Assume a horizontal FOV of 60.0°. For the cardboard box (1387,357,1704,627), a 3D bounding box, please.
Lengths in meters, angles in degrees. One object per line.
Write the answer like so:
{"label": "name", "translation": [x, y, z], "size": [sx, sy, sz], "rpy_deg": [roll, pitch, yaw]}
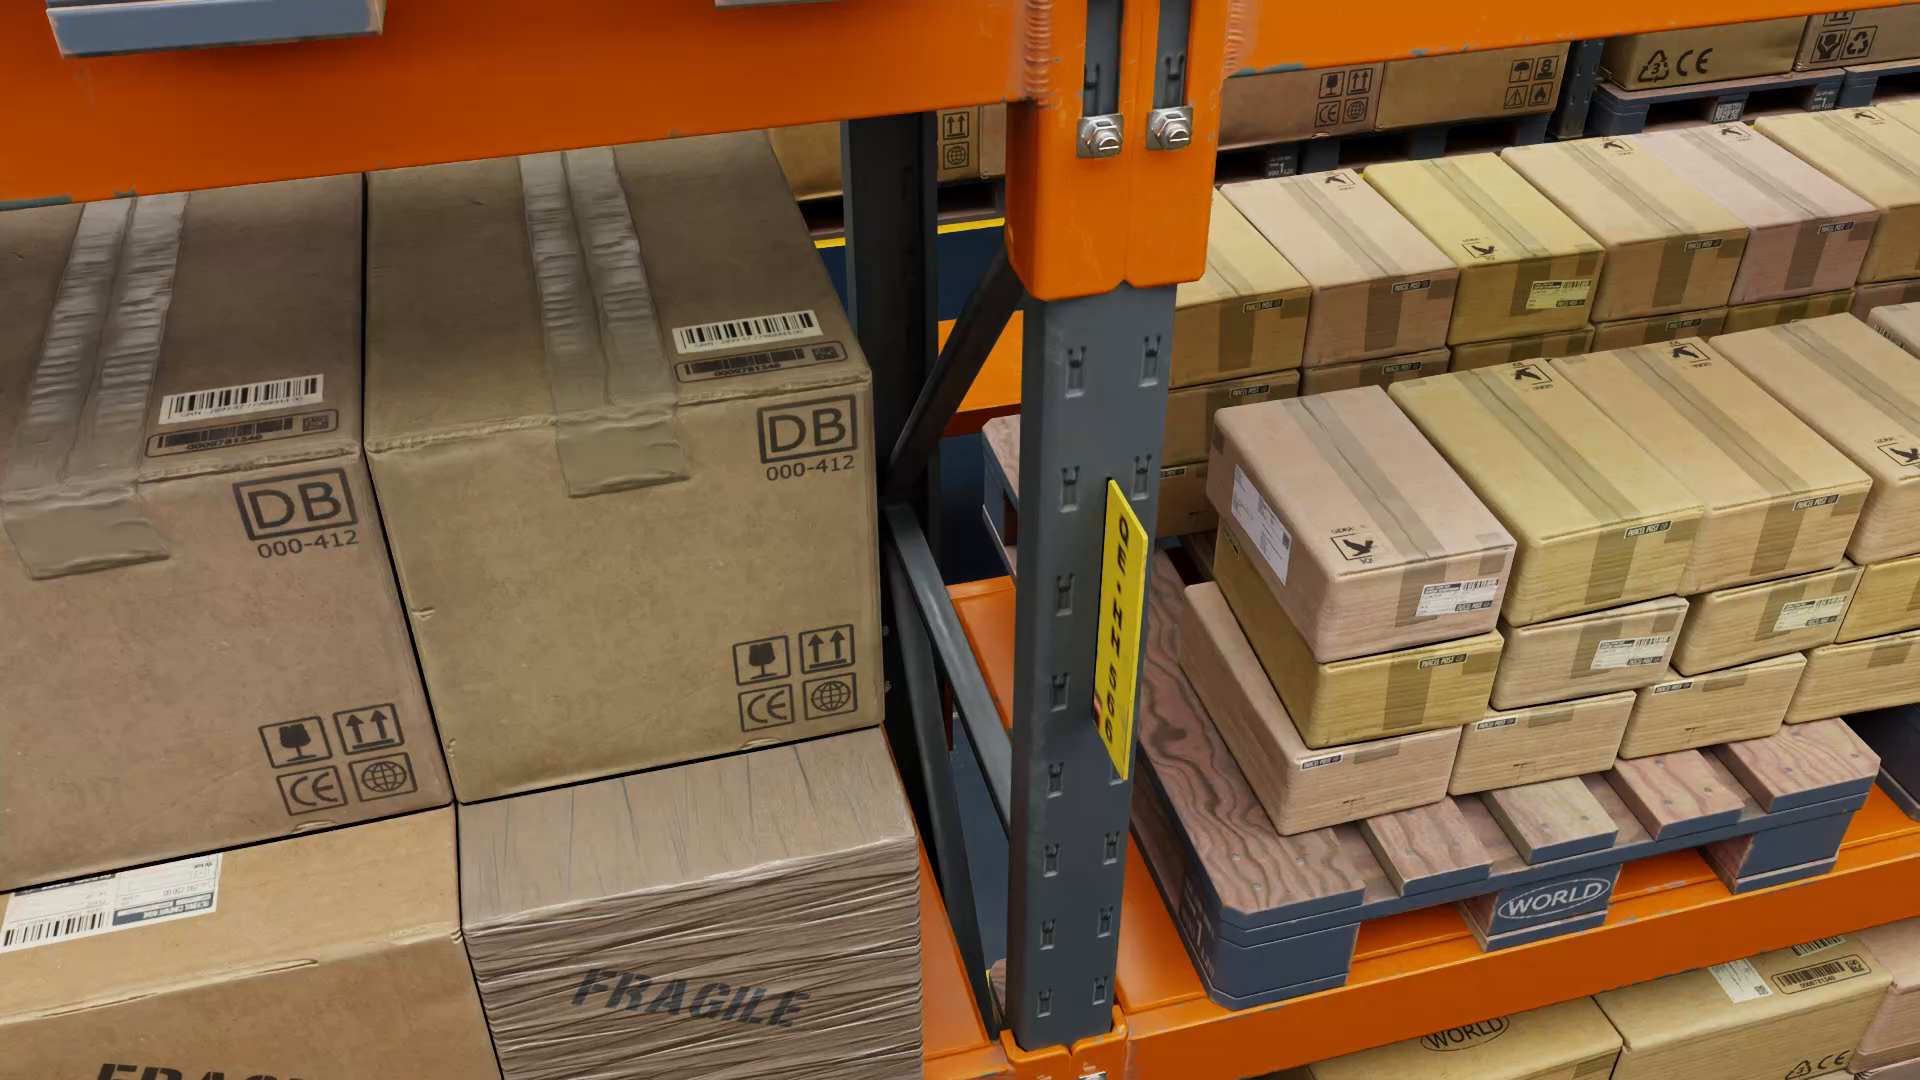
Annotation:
{"label": "cardboard box", "translation": [0.769, -0.074, 2.250], "size": [0.250, 0.149, 0.380], "rpy_deg": [-10, 39, -13]}

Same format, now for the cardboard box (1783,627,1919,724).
{"label": "cardboard box", "translation": [1.278, 0.084, 2.532], "size": [0.250, 0.149, 0.380], "rpy_deg": [-8, 38, -10]}

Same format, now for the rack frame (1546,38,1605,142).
{"label": "rack frame", "translation": [2.680, -3.326, 7.130], "size": [0.127, 3.000, 1.000], "rpy_deg": [-9, 38, -12]}

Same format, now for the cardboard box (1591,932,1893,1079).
{"label": "cardboard box", "translation": [1.232, 0.713, 2.943], "size": [0.500, 0.250, 0.500], "rpy_deg": [-10, 38, -12]}

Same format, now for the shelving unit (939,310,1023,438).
{"label": "shelving unit", "translation": [-0.074, -0.584, 4.779], "size": [1.083, 1.500, 0.587], "rpy_deg": [-9, 38, -12]}

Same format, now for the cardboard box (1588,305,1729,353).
{"label": "cardboard box", "translation": [1.124, -0.424, 2.951], "size": [0.250, 0.149, 0.380], "rpy_deg": [-9, 38, -12]}

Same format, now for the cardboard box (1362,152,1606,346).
{"label": "cardboard box", "translation": [0.863, -0.497, 2.803], "size": [0.250, 0.149, 0.380], "rpy_deg": [-8, 38, -11]}

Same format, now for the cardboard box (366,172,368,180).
{"label": "cardboard box", "translation": [-2.355, -1.661, 6.648], "size": [0.500, 0.500, 0.700], "rpy_deg": [-12, 39, -16]}

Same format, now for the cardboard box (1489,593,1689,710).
{"label": "cardboard box", "translation": [0.794, 0.044, 2.339], "size": [0.250, 0.149, 0.380], "rpy_deg": [-8, 38, -10]}

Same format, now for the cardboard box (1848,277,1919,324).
{"label": "cardboard box", "translation": [1.617, -0.503, 3.056], "size": [0.250, 0.149, 0.380], "rpy_deg": [-8, 38, -11]}

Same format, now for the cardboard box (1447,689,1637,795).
{"label": "cardboard box", "translation": [0.758, 0.171, 2.419], "size": [0.250, 0.149, 0.380], "rpy_deg": [-8, 38, -10]}

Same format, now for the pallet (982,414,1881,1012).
{"label": "pallet", "translation": [0.674, 0.133, 2.765], "size": [1.003, 0.211, 1.213], "rpy_deg": [-9, 38, -12]}

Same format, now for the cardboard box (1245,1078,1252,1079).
{"label": "cardboard box", "translation": [0.763, 1.096, 3.060], "size": [0.500, 0.500, 0.500], "rpy_deg": [-11, 39, -14]}

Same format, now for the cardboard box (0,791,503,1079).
{"label": "cardboard box", "translation": [-0.833, 0.500, 2.045], "size": [0.500, 0.500, 0.500], "rpy_deg": [-9, 38, -12]}

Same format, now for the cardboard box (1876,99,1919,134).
{"label": "cardboard box", "translation": [1.868, -0.662, 3.017], "size": [0.250, 0.149, 0.380], "rpy_deg": [-8, 38, -11]}

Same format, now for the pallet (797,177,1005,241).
{"label": "pallet", "translation": [-0.401, -1.666, 7.254], "size": [1.213, 0.211, 1.003], "rpy_deg": [-9, 38, -12]}

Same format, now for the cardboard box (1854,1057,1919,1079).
{"label": "cardboard box", "translation": [1.742, 0.930, 3.277], "size": [0.500, 0.500, 0.500], "rpy_deg": [-10, 39, -13]}

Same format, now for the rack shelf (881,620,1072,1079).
{"label": "rack shelf", "translation": [-1.917, 0.835, 2.282], "size": [4.000, 0.370, 1.077], "rpy_deg": [-9, 38, -12]}

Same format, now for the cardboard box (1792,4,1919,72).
{"label": "cardboard box", "translation": [4.207, -2.849, 7.909], "size": [0.875, 0.875, 0.875], "rpy_deg": [-9, 38, -12]}

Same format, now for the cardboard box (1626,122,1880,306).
{"label": "cardboard box", "translation": [1.355, -0.576, 2.906], "size": [0.250, 0.149, 0.380], "rpy_deg": [-9, 38, -12]}

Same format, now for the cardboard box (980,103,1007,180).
{"label": "cardboard box", "translation": [0.353, -2.249, 7.125], "size": [0.875, 0.875, 1.225], "rpy_deg": [-9, 38, -12]}

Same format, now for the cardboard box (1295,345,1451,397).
{"label": "cardboard box", "translation": [0.629, -0.341, 2.843], "size": [0.250, 0.149, 0.380], "rpy_deg": [-8, 38, -10]}

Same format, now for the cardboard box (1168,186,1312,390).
{"label": "cardboard box", "translation": [0.368, -0.417, 2.698], "size": [0.250, 0.149, 0.380], "rpy_deg": [-11, 39, -14]}

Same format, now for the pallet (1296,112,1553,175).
{"label": "pallet", "translation": [1.955, -2.052, 7.759], "size": [1.213, 0.211, 1.003], "rpy_deg": [-9, 38, -12]}

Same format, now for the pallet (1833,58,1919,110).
{"label": "pallet", "translation": [4.615, -2.489, 8.330], "size": [1.213, 0.211, 1.003], "rpy_deg": [-9, 38, -12]}

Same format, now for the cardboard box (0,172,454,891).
{"label": "cardboard box", "translation": [-0.910, -0.058, 1.952], "size": [0.500, 0.500, 0.700], "rpy_deg": [-10, 39, -13]}

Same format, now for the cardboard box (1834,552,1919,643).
{"label": "cardboard box", "translation": [1.294, -0.040, 2.450], "size": [0.250, 0.149, 0.380], "rpy_deg": [-9, 38, -12]}

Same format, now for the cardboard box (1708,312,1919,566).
{"label": "cardboard box", "translation": [1.263, -0.152, 2.352], "size": [0.250, 0.149, 0.380], "rpy_deg": [-11, 39, -14]}

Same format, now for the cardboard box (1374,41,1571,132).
{"label": "cardboard box", "translation": [2.067, -2.536, 7.500], "size": [0.875, 0.875, 1.225], "rpy_deg": [-9, 38, -12]}

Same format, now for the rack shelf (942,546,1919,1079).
{"label": "rack shelf", "translation": [1.945, 0.202, 3.110], "size": [4.000, 0.370, 1.077], "rpy_deg": [-9, 38, -12]}

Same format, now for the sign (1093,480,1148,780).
{"label": "sign", "translation": [0.162, 0.098, 1.700], "size": [0.005, 0.325, 0.100], "rpy_deg": [-9, 38, -12]}
